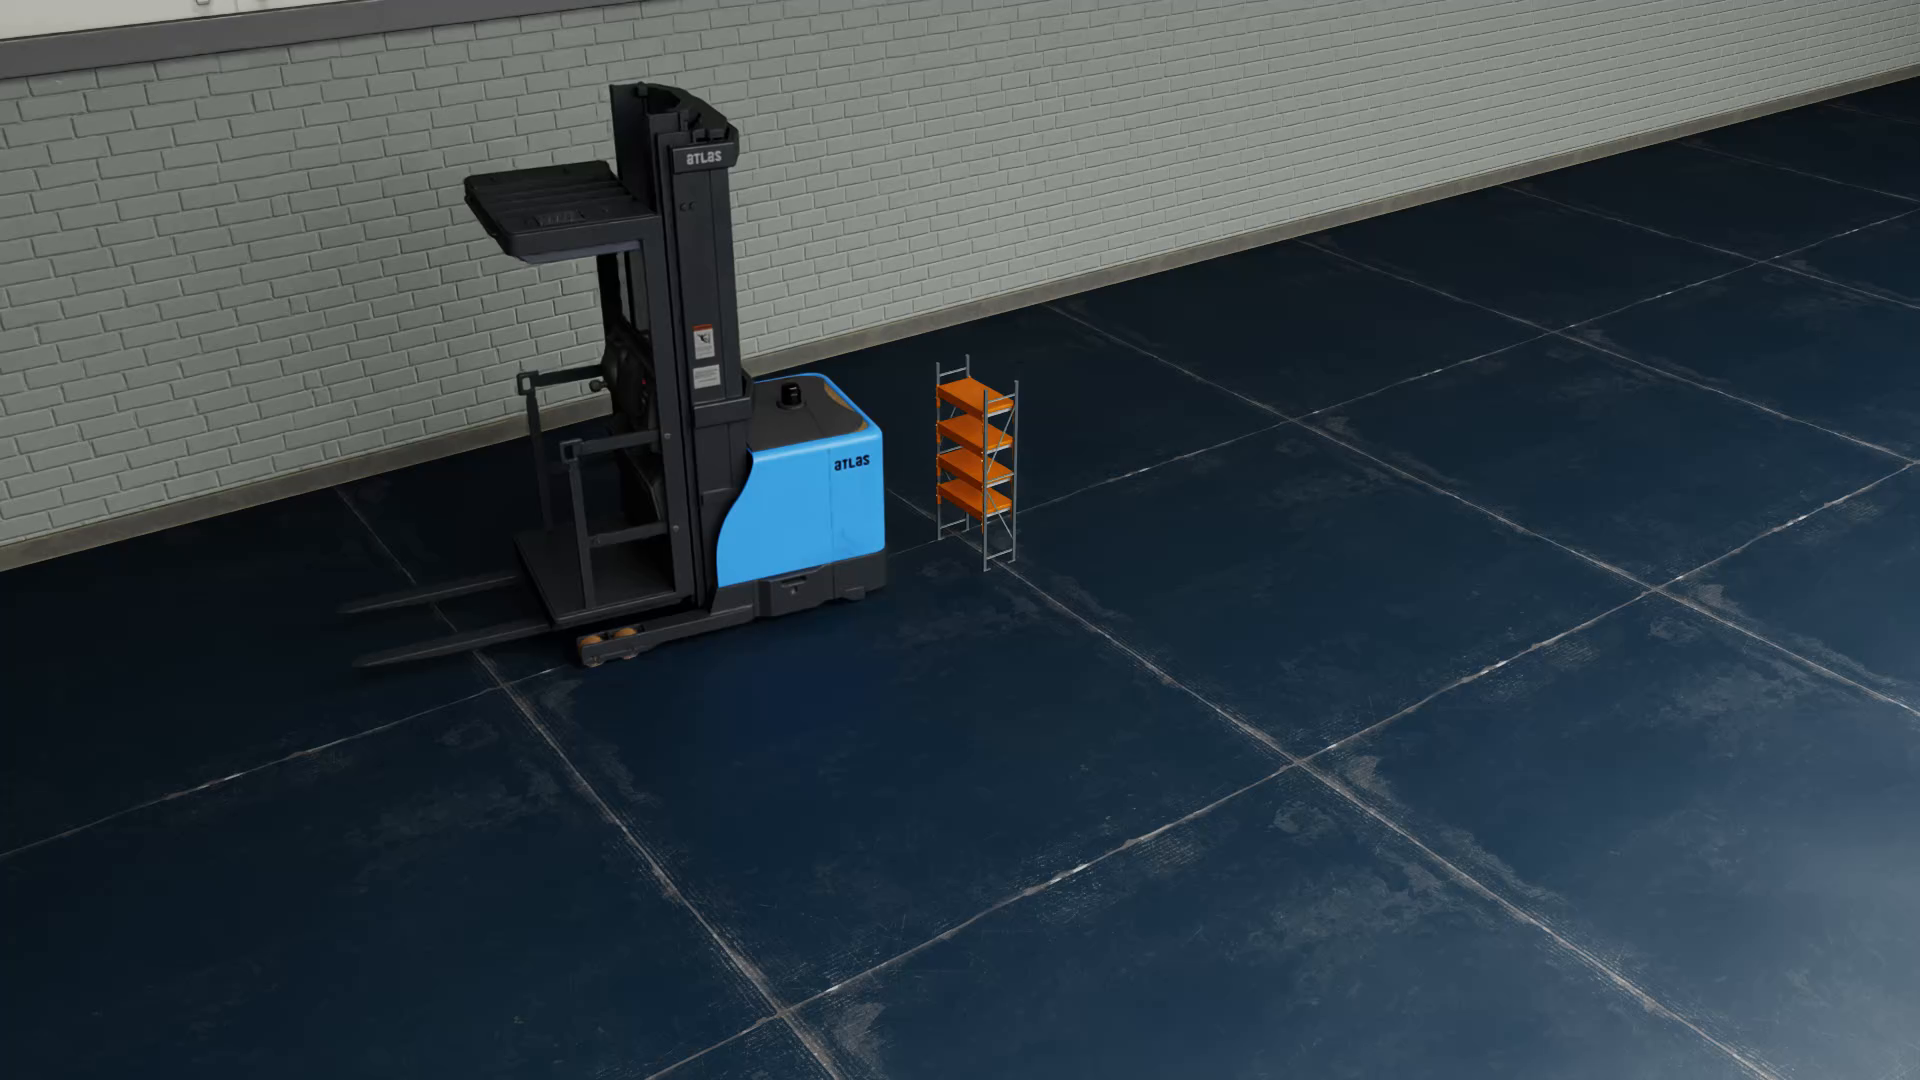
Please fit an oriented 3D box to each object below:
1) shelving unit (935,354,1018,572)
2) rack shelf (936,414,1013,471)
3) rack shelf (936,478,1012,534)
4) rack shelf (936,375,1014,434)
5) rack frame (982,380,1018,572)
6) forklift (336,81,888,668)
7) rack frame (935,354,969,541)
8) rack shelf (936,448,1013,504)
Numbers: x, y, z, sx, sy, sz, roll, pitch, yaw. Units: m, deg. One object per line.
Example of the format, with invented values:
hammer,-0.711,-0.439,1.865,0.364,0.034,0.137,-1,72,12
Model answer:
shelving unit,0.096,-0.463,10.072,0.258,1.200,0.503,-19,34,-31
rack shelf,0.096,-0.600,9.997,0.258,0.148,0.480,-19,34,-31
rack shelf,0.096,-0.229,10.199,0.258,0.148,0.480,-19,34,-31
rack shelf,0.096,-0.808,9.884,0.258,0.148,0.480,-19,34,-31
rack frame,0.238,-0.368,9.897,0.240,1.200,0.015,-19,34,-31
forklift,-1.984,-0.875,9.017,3.031,2.935,1.130,-13,31,-22
rack frame,-0.046,-0.558,10.246,0.240,1.200,0.015,-19,34,-31
rack shelf,0.096,-0.404,10.104,0.258,0.148,0.480,-19,34,-31
